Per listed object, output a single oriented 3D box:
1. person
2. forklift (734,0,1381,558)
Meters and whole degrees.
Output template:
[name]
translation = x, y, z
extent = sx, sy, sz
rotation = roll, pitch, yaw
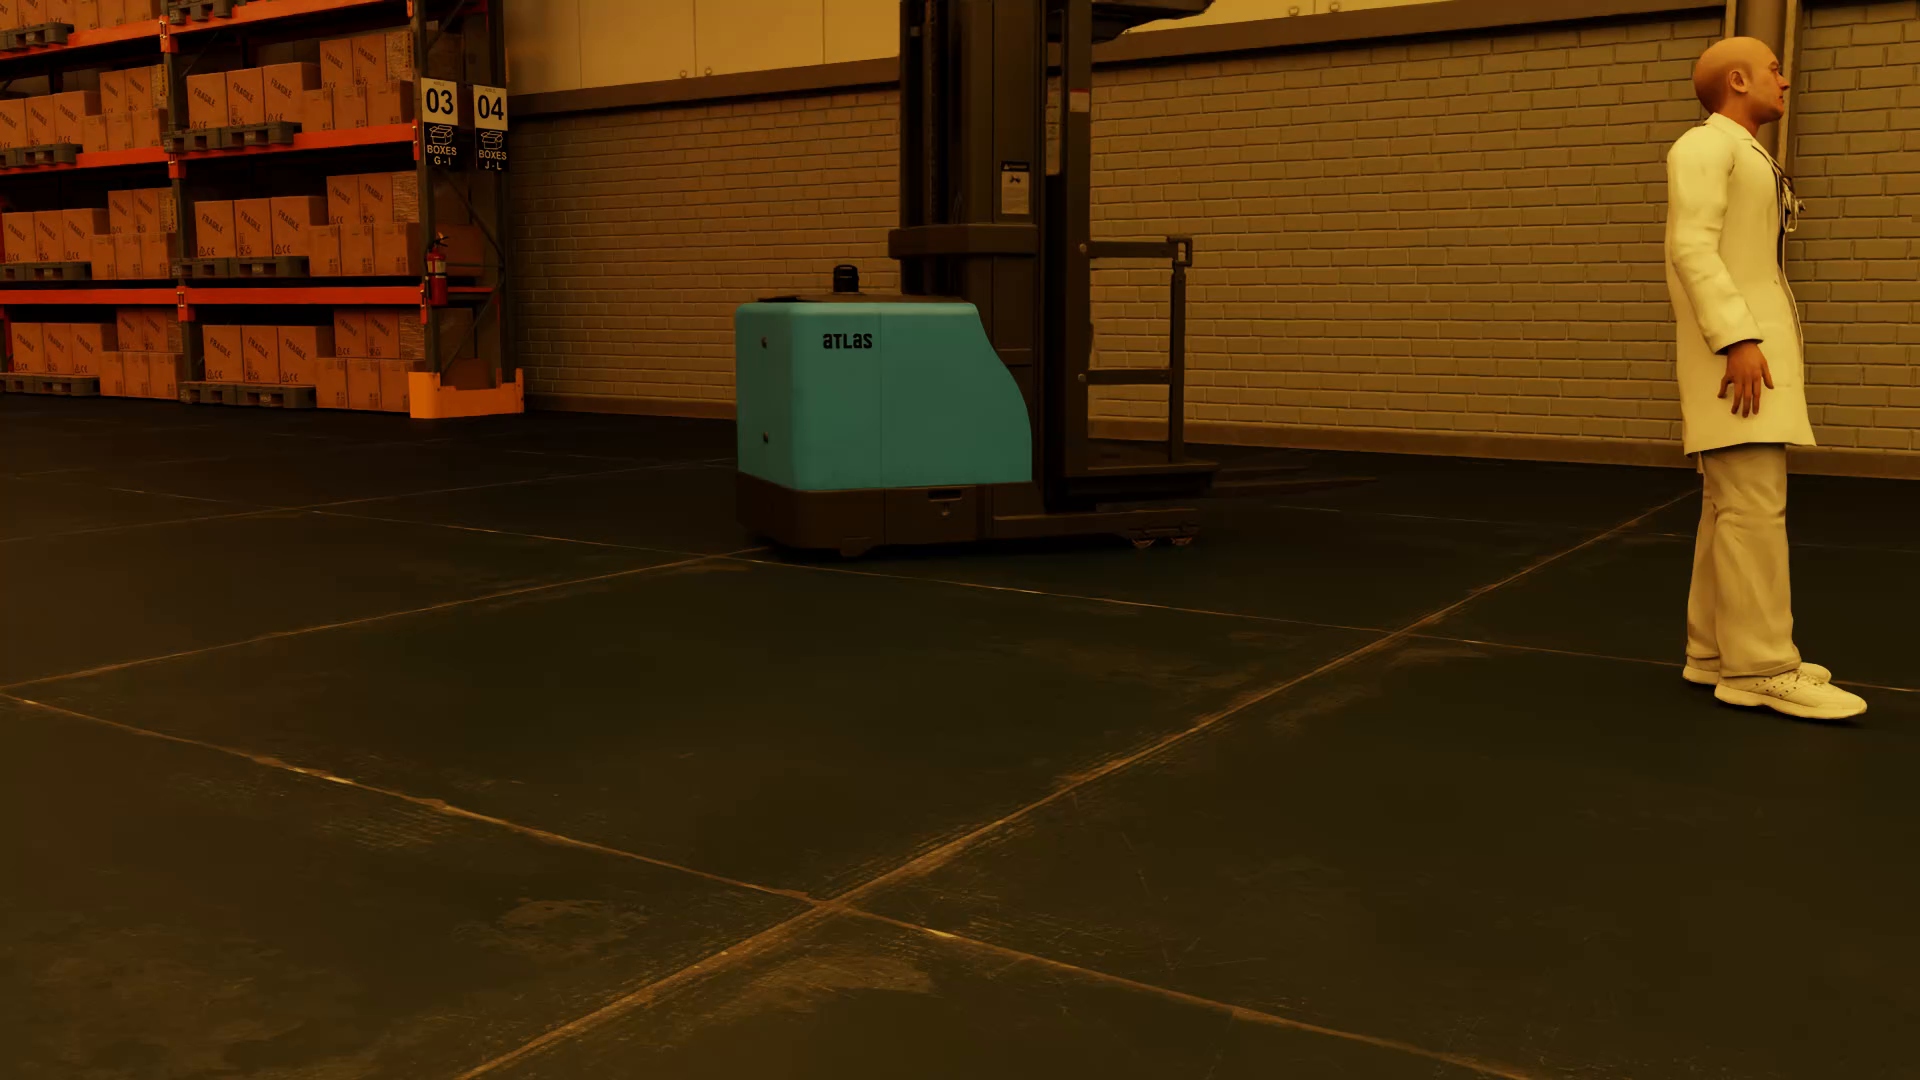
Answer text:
[person]
translation = 2.215, -0.464, 4.506
extent = 0.581, 1.775, 0.694
rotation = 5, 10, 32
[forklift]
translation = 0.529, -1.487, 7.651
extent = 3.031, 2.935, 1.130
rotation = -3, 9, -23
